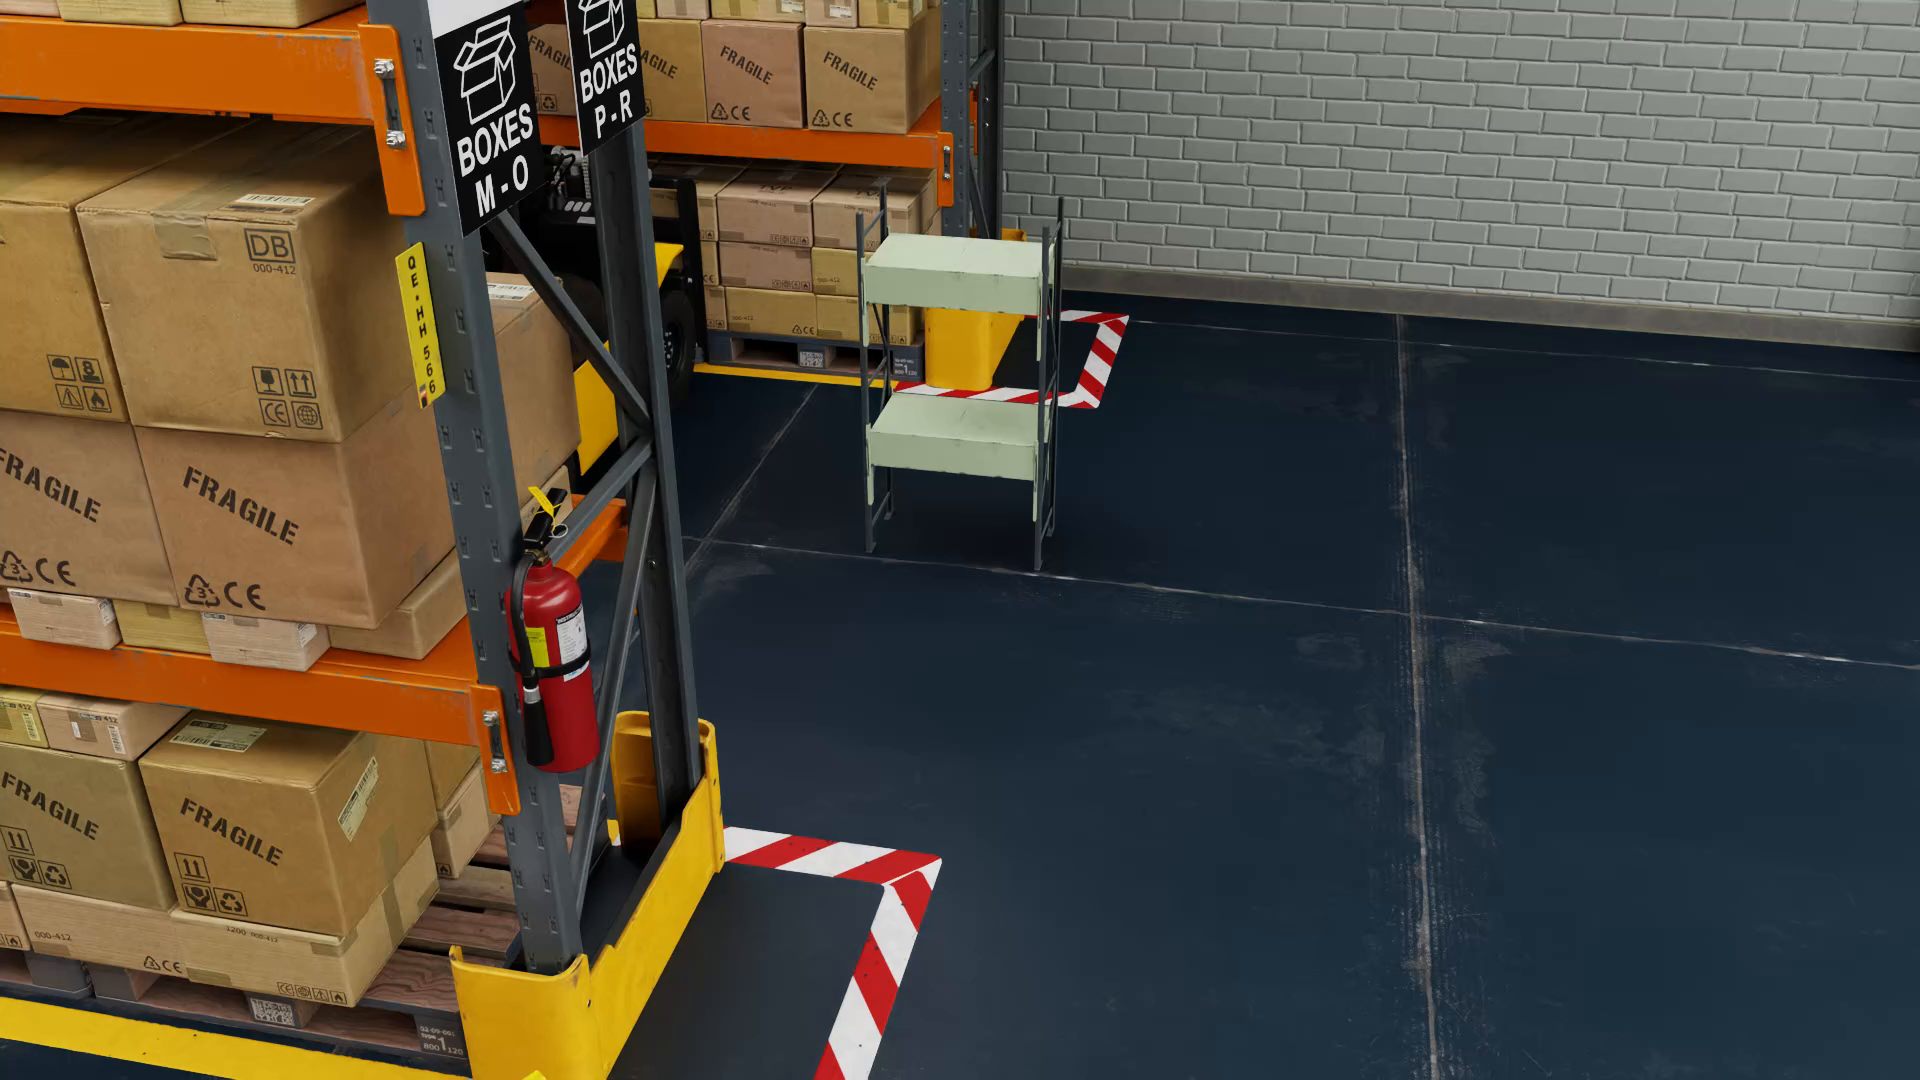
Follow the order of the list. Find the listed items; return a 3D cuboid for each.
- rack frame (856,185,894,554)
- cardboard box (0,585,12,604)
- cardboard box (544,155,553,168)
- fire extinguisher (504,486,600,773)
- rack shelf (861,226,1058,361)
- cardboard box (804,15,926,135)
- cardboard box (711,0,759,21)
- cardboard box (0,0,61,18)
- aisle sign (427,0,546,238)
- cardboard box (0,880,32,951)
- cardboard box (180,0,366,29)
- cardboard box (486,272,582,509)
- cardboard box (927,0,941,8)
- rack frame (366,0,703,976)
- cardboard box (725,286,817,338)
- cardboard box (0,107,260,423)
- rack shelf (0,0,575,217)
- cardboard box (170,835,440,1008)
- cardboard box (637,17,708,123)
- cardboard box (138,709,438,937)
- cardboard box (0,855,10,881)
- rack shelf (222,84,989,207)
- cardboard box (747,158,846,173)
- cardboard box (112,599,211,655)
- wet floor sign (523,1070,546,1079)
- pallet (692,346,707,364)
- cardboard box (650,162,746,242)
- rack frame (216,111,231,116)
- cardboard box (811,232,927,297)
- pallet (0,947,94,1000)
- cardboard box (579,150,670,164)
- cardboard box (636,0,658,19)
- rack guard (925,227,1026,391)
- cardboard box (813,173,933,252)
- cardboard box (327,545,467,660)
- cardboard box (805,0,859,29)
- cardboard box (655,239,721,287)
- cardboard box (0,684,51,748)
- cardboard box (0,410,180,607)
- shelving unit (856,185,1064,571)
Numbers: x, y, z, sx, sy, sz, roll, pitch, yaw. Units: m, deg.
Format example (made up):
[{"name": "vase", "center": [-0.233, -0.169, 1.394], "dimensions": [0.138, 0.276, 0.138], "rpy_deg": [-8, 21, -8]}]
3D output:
[{"name": "rack frame", "center": [-0.351, -0.694, 6.956], "dimensions": [0.023, 1.500, 0.400], "rpy_deg": [6, 29, 11]}, {"name": "cardboard box", "center": [-2.368, 0.014, 4.362], "dimensions": [0.250, 0.149, 0.380], "rpy_deg": [6, 29, 11]}, {"name": "cardboard box", "center": [-2.445, -1.900, 8.981], "dimensions": [0.500, 0.250, 0.500], "rpy_deg": [7, 29, 12]}, {"name": "fire extinguisher", "center": [-0.945, 0.215, 3.814], "dimensions": [0.183, 0.674, 0.296], "rpy_deg": [6, 29, 11]}, {"name": "rack shelf", "center": [0.007, -1.000, 6.701], "dimensions": [0.720, 0.370, 0.431], "rpy_deg": [6, 29, 11]}, {"name": "cardboard box", "center": [-0.464, -2.348, 8.311], "dimensions": [0.500, 0.500, 0.500], "rpy_deg": [5, 29, 9]}, {"name": "cardboard box", "center": [-1.063, -2.706, 8.290], "dimensions": [0.250, 0.149, 0.380], "rpy_deg": [6, 29, 10]}, {"name": "cardboard box", "center": [-1.871, -1.209, 3.472], "dimensions": [0.250, 0.149, 0.380], "rpy_deg": [7, 29, 12]}, {"name": "aisle sign", "center": [-0.961, -1.045, 3.327], "dimensions": [0.004, 0.787, 0.394], "rpy_deg": [6, 29, 11]}, {"name": "cardboard box", "center": [-2.826, 0.915, 4.881], "dimensions": [0.500, 0.250, 0.500], "rpy_deg": [5, 29, 9]}, {"name": "cardboard box", "center": [-1.368, -1.157, 3.377], "dimensions": [0.250, 0.149, 0.380], "rpy_deg": [6, 29, 11]}, {"name": "cardboard box", "center": [-1.366, -0.399, 4.441], "dimensions": [0.500, 0.500, 0.500], "rpy_deg": [5, 29, 10]}, {"name": "cardboard box", "center": [-0.206, -2.862, 8.575], "dimensions": [0.250, 0.149, 0.380], "rpy_deg": [5, 29, 9]}, {"name": "rack frame", "center": [-0.961, -0.047, 4.212], "dimensions": [0.127, 3.000, 1.000], "rpy_deg": [6, 29, 11]}, {"name": "cardboard box", "center": [-0.938, -1.309, 8.944], "dimensions": [0.500, 0.250, 0.500], "rpy_deg": [6, 29, 11]}, {"name": "cardboard box", "center": [-2.000, -0.663, 3.882], "dimensions": [0.500, 0.500, 0.700], "rpy_deg": [6, 29, 11]}, {"name": "rack shelf", "center": [-2.917, -1.247, 4.030], "dimensions": [4.000, 0.370, 1.077], "rpy_deg": [6, 29, 11]}, {"name": "cardboard box", "center": [-1.831, 1.018, 4.693], "dimensions": [0.500, 0.250, 0.500], "rpy_deg": [6, 29, 10]}, {"name": "cardboard box", "center": [-1.471, -2.456, 8.508], "dimensions": [0.500, 0.500, 0.500], "rpy_deg": [5, 29, 10]}, {"name": "cardboard box", "center": [-1.799, 0.688, 4.514], "dimensions": [0.500, 0.500, 0.500], "rpy_deg": [6, 29, 11]}, {"name": "cardboard box", "center": [-2.802, 0.584, 4.705], "dimensions": [0.500, 0.500, 0.500], "rpy_deg": [5, 29, 9]}, {"name": "rack shelf", "center": [-1.884, -2.263, 9.009], "dimensions": [4.000, 0.370, 1.077], "rpy_deg": [6, 29, 11]}, {"name": "cardboard box", "center": [-0.848, -1.980, 9.128], "dimensions": [0.500, 0.250, 0.500], "rpy_deg": [6, 29, 11]}, {"name": "cardboard box", "center": [-1.889, 0.117, 4.174], "dimensions": [0.250, 0.149, 0.380], "rpy_deg": [5, 29, 10]}, {"name": "wet floor sign", "center": [-0.999, 1.508, 3.824], "dimensions": [0.232, 0.644, 0.267], "rpy_deg": [17, 33, 28]}, {"name": "pallet", "center": [-1.874, -1.335, 9.469], "dimensions": [1.213, 0.211, 1.003], "rpy_deg": [6, 29, 11]}, {"name": "cardboard box", "center": [-1.440, -1.789, 8.779], "dimensions": [0.500, 0.250, 0.500], "rpy_deg": [6, 29, 11]}, {"name": "rack frame", "center": [-3.840, -2.779, 9.203], "dimensions": [0.127, 3.000, 1.000], "rpy_deg": [6, 29, 11]}, {"name": "cardboard box", "center": [-0.469, -1.478, 8.731], "dimensions": [0.500, 0.250, 0.500], "rpy_deg": [5, 29, 10]}, {"name": "pallet", "center": [-3.012, 0.947, 5.300], "dimensions": [1.213, 0.211, 1.003], "rpy_deg": [6, 29, 11]}, {"name": "cardboard box", "center": [-1.835, -2.090, 9.329], "dimensions": [0.500, 0.250, 0.500], "rpy_deg": [5, 29, 10]}, {"name": "cardboard box", "center": [-1.585, -2.727, 8.328], "dimensions": [0.250, 0.149, 0.380], "rpy_deg": [6, 29, 11]}, {"name": "rack guard", "center": [0.095, -1.279, 9.066], "dimensions": [0.348, 0.500, 1.175], "rpy_deg": [6, 29, 11]}, {"name": "cardboard box", "center": [-0.444, -1.695, 8.606], "dimensions": [0.500, 0.250, 0.500], "rpy_deg": [7, 29, 12]}, {"name": "cardboard box", "center": [-1.371, 0.126, 4.157], "dimensions": [0.250, 0.149, 0.380], "rpy_deg": [7, 29, 12]}, {"name": "cardboard box", "center": [-0.582, -2.621, 8.135], "dimensions": [0.250, 0.149, 0.380], "rpy_deg": [6, 29, 11]}, {"name": "cardboard box", "center": [-1.467, -1.575, 8.908], "dimensions": [0.500, 0.250, 0.500], "rpy_deg": [5, 29, 9]}, {"name": "cardboard box", "center": [-2.417, 0.372, 4.417], "dimensions": [0.250, 0.149, 0.380], "rpy_deg": [6, 29, 11]}, {"name": "cardboard box", "center": [-2.038, -0.198, 4.075], "dimensions": [0.500, 0.500, 0.500], "rpy_deg": [6, 29, 11]}, {"name": "shelving unit", "center": [0.007, -0.657, 6.889], "dimensions": [0.755, 1.500, 0.431], "rpy_deg": [6, 29, 11]}]
